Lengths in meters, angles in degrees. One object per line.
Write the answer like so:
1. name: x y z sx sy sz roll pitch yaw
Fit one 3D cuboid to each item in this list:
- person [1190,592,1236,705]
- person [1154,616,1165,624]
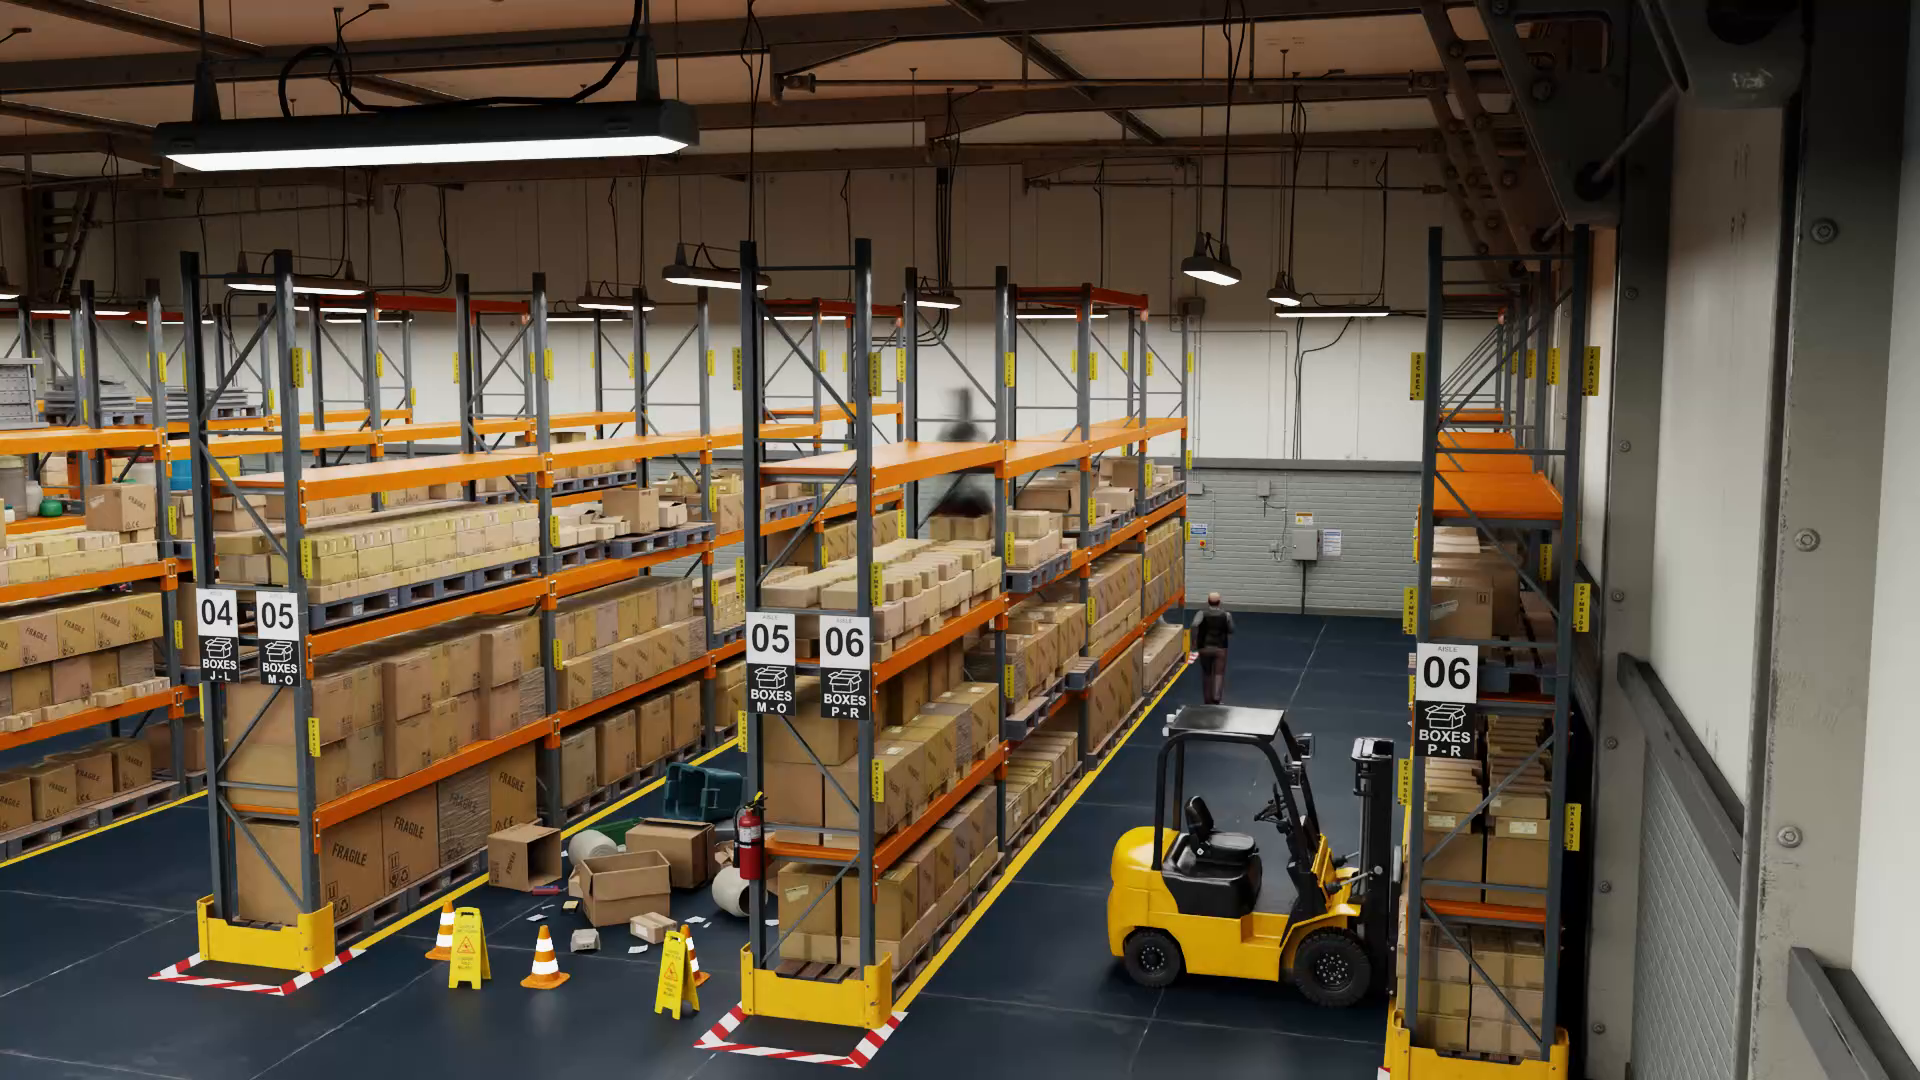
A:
1. person: 3.636 1.612 23.896 0.645 1.732 0.947 1 6 10
2. person: 3.349 1.080 29.318 0.924 1.661 0.562 4 8 33
